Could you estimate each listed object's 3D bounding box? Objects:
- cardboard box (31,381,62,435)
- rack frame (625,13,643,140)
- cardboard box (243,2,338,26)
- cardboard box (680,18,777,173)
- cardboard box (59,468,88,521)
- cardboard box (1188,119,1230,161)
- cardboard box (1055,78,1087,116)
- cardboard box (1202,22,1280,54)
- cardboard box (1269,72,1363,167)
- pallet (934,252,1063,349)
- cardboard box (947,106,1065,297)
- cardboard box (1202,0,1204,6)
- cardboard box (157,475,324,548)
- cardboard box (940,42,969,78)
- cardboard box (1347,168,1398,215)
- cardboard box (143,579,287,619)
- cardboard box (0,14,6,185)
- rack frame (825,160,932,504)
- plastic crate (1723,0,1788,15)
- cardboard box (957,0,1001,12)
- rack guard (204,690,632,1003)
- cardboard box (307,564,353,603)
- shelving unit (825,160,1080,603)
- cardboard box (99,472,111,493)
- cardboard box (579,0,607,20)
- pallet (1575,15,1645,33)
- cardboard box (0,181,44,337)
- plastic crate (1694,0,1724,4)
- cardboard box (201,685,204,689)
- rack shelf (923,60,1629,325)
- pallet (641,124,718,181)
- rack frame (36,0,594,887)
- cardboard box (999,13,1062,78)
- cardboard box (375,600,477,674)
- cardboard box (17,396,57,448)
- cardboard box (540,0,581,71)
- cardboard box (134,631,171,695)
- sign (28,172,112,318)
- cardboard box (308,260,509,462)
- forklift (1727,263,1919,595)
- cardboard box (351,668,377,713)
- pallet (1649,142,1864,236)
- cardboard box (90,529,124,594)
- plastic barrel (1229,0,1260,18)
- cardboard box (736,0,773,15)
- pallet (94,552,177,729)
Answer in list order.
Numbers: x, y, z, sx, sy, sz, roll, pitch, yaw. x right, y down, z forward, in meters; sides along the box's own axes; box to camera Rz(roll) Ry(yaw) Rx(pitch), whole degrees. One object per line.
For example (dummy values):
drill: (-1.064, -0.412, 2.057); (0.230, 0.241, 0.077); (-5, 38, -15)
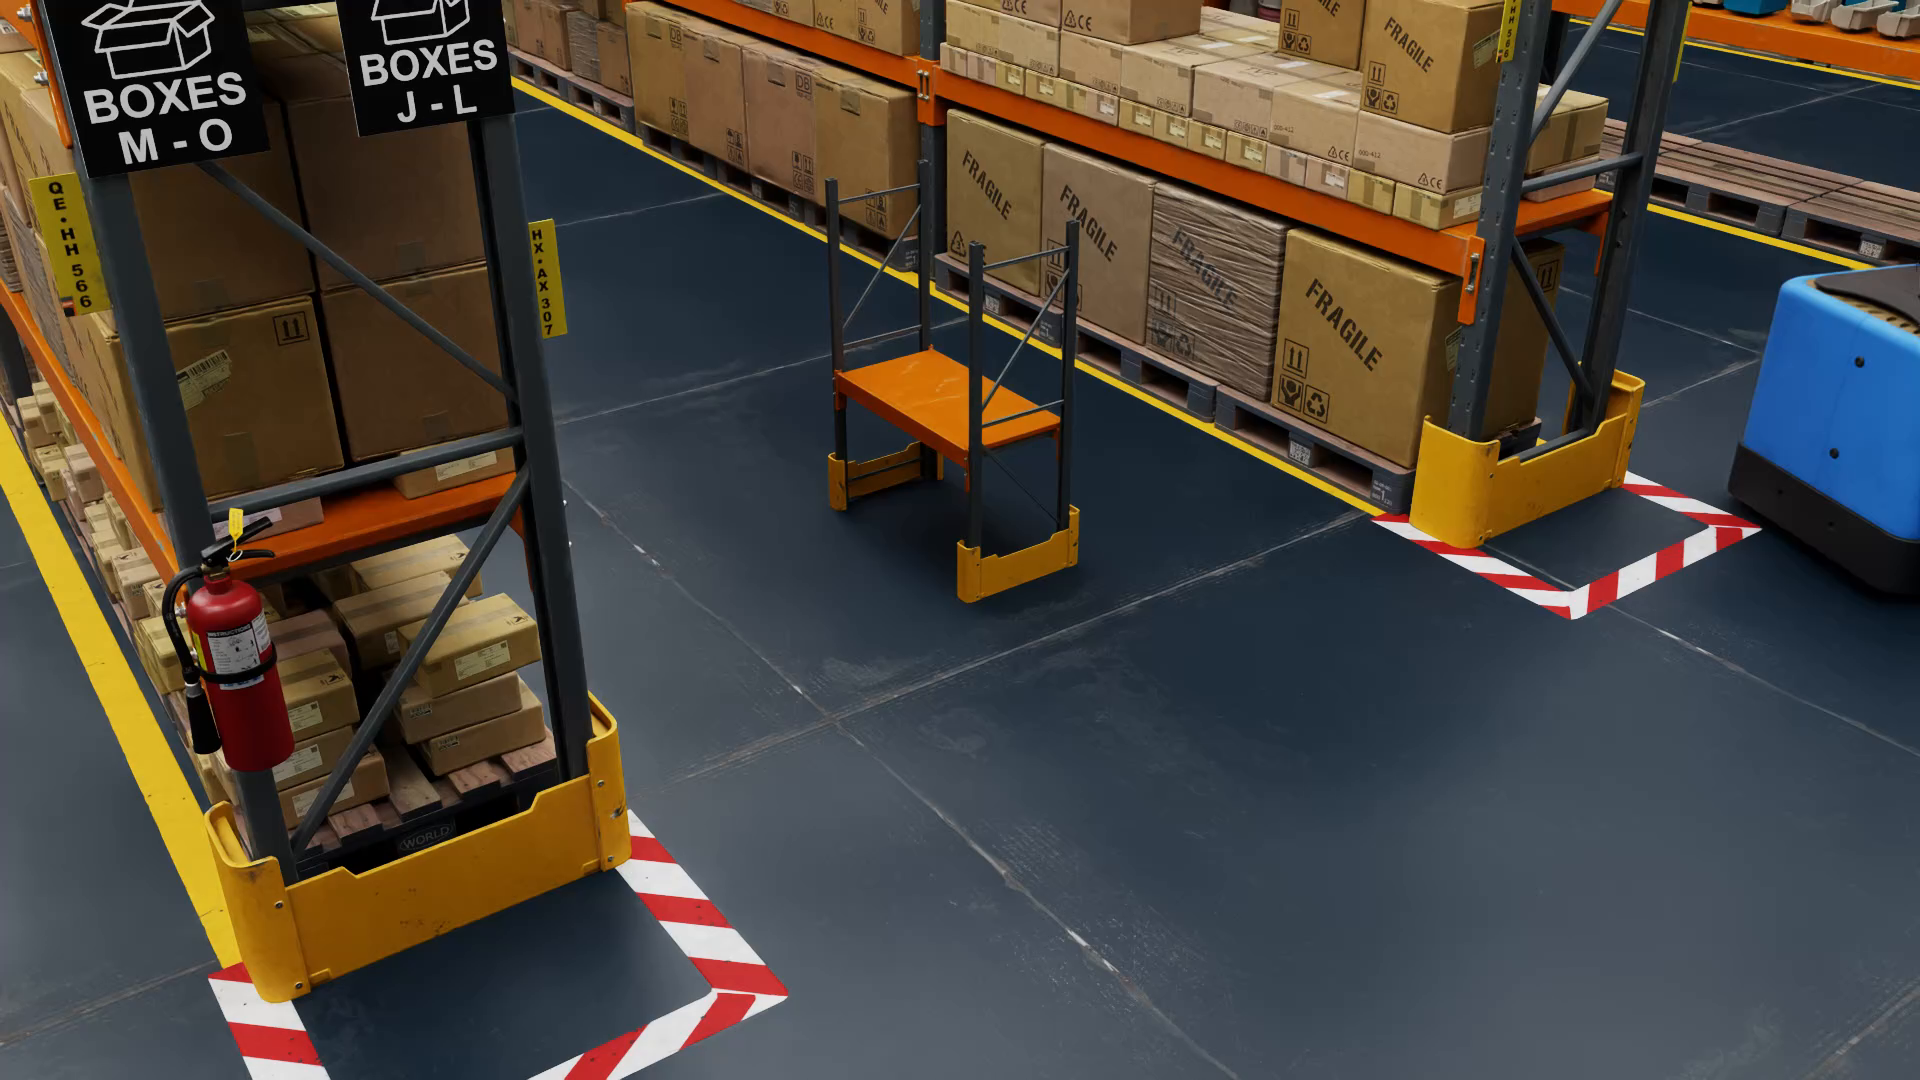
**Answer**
cardboard box: (-3.745, -0.603, 7.141); (0.380, 0.149, 0.250); (-17, 33, -28)
rack frame: (-2.109, -4.613, 12.602); (1.000, 3.000, 0.127); (-19, 34, -31)
cardboard box: (-2.193, -1.435, 5.284); (0.500, 0.500, 0.500); (-20, 34, -32)
cardboard box: (-1.215, -3.242, 11.862); (1.225, 0.875, 0.875); (-19, 34, -30)
cardboard box: (-3.597, -0.240, 7.096); (0.380, 0.149, 0.250); (-19, 34, -31)
cardboard box: (1.312, -1.938, 7.938); (0.380, 0.149, 0.250); (-19, 34, -30)
cardboard box: (0.720, -2.336, 8.671); (0.380, 0.149, 0.250); (-19, 34, -31)
cardboard box: (1.571, -2.428, 8.422); (0.500, 0.250, 0.500); (-20, 34, -32)
cardboard box: (1.741, -1.881, 7.415); (0.500, 0.250, 0.500); (-19, 34, -31)
pallet: (0.589, -1.516, 9.820); (1.003, 0.211, 1.213); (-19, 34, -31)
cardboard box: (0.529, -2.031, 9.632); (0.875, 0.875, 0.875); (-19, 34, -31)
cardboard box: (0.983, -3.152, 8.971); (0.500, 0.500, 0.500); (-18, 33, -30)
cardboard box: (-1.987, -0.108, 4.569); (0.380, 0.149, 0.250); (-19, 34, -31)
cardboard box: (0.112, -2.741, 9.417); (0.380, 0.149, 0.250); (-19, 34, -31)
cardboard box: (1.905, -1.541, 7.208); (0.380, 0.149, 0.250); (-18, 33, -30)
cardboard box: (-2.532, 0.204, 5.655); (0.380, 0.149, 0.250); (-20, 34, -33)
cardboard box: (-2.948, -1.494, 5.394); (0.500, 0.500, 0.500); (-20, 34, -32)
rack frame: (-0.344, -0.890, 7.317); (0.500, 1.500, 0.032); (-19, 34, -31)
plastic crate: (5.166, -3.555, 10.765); (0.416, 0.233, 0.300); (-19, 34, -31)
cardboard box: (0.281, -3.196, 9.051); (0.500, 0.500, 0.500); (-19, 34, -31)
rack guard: (-1.611, 0.899, 5.070); (1.175, 0.500, 0.348); (-19, 34, -31)
cardboard box: (-2.105, 0.059, 5.923); (0.380, 0.149, 0.250); (-21, 35, -33)
shelving unit: (-0.044, -0.689, 6.947); (0.587, 1.500, 1.083); (-19, 34, -31)
cardboard box: (-3.082, -0.219, 6.434); (0.380, 0.149, 0.250); (-20, 35, -33)
cardboard box: (-2.838, -4.493, 13.753); (0.500, 0.250, 0.500); (-15, 32, -25)
pallet: (7.069, -5.354, 16.888); (1.003, 0.211, 1.213); (-19, 34, -31)
cardboard box: (-2.915, -1.041, 5.607); (0.500, 0.500, 0.500); (-17, 33, -28)
plastic crate: (4.982, -3.759, 11.090); (0.437, 0.282, 0.530); (-19, 34, -31)
cardboard box: (-2.214, 0.525, 5.375); (0.380, 0.149, 0.250); (-20, 34, -32)
rack shelf: (1.372, -1.965, 8.479); (1.077, 0.370, 4.000); (-19, 34, -31)
pallet: (-1.713, -3.061, 12.665); (1.003, 0.211, 1.213); (-19, 34, -31)
rack frame: (-1.567, -0.170, 4.419); (1.000, 3.000, 0.127); (-19, 34, -31)
cardboard box: (0.555, -2.673, 8.875); (0.500, 0.250, 0.500); (-19, 34, -31)
cardboard box: (-1.775, 0.371, 5.659); (0.380, 0.149, 0.250); (-19, 34, -31)
cardboard box: (-3.938, -0.558, 7.369); (0.380, 0.149, 0.250); (-17, 33, -28)
cardboard box: (-3.180, -4.394, 14.356); (0.700, 0.500, 0.500); (-16, 32, -27)
cardboard box: (-2.710, 0.379, 5.956); (0.380, 0.149, 0.250); (-20, 35, -33)
sign: (-2.031, -0.671, 3.799); (0.100, 0.325, 0.005); (-19, 34, -31)
cardboard box: (-1.603, -0.595, 4.787); (0.500, 0.500, 0.500); (-17, 33, -28)
forklift: (5.039, -1.434, 6.819); (3.031, 2.935, 1.130); (-8, 29, -14)
cardboard box: (-1.979, 0.433, 5.858); (0.380, 0.149, 0.250); (-18, 33, -30)
pallet: (5.416, -2.454, 11.548); (1.003, 0.211, 1.213); (-19, 34, -31)
cardboard box: (-3.036, 0.038, 6.272); (0.380, 0.149, 0.250); (-18, 34, -30)
plastic barrel: (2.624, -4.696, 14.920); (0.421, 0.512, 0.421); (0, 29, 0)
cardboard box: (-1.159, -3.800, 11.000); (0.500, 0.500, 0.500); (-19, 34, -30)
pallet: (-2.757, 0.227, 6.611); (1.003, 0.211, 1.213); (-19, 34, -31)
